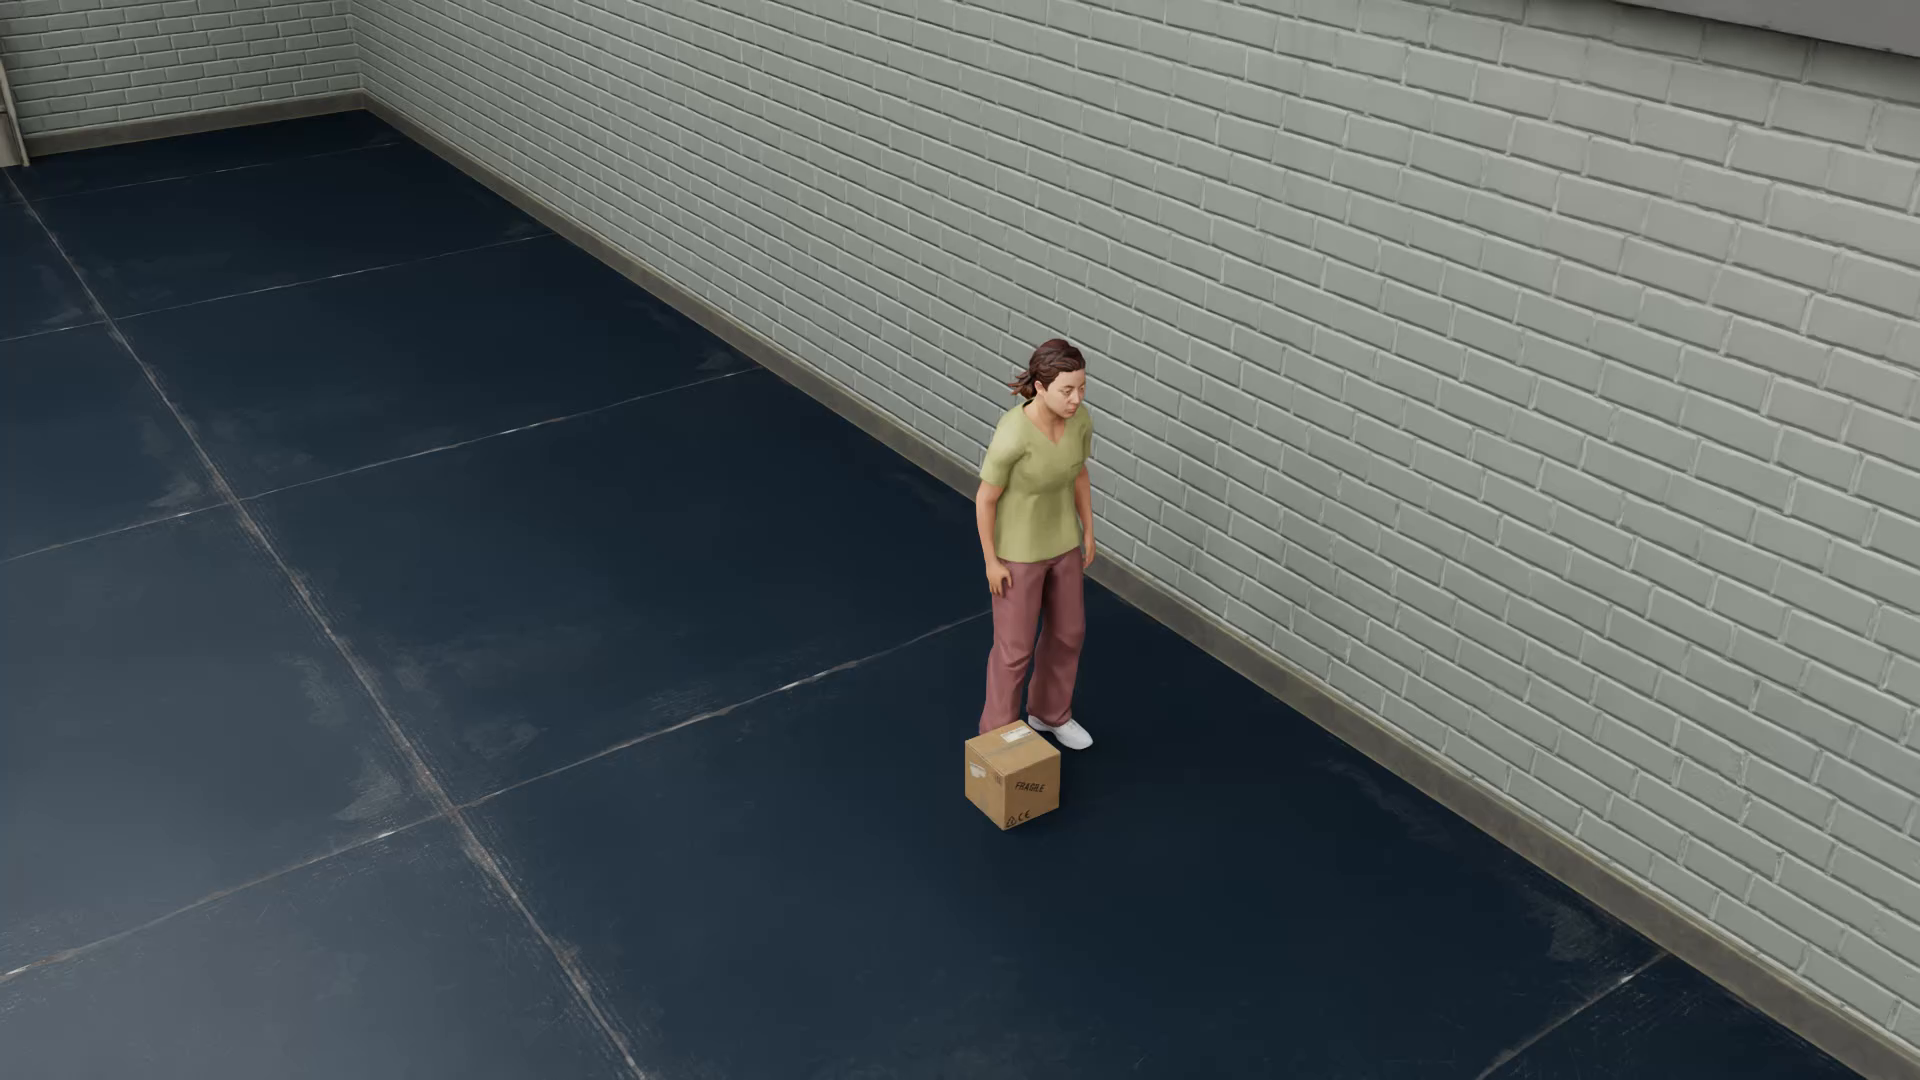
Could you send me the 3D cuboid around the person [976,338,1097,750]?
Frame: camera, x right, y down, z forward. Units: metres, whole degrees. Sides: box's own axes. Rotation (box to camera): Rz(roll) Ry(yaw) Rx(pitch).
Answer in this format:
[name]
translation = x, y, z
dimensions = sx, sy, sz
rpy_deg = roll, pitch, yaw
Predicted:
[person]
translation = 0.295, 0.050, 6.033
dimensions = 0.499, 1.673, 0.359
rpy_deg = -19, 34, -30
